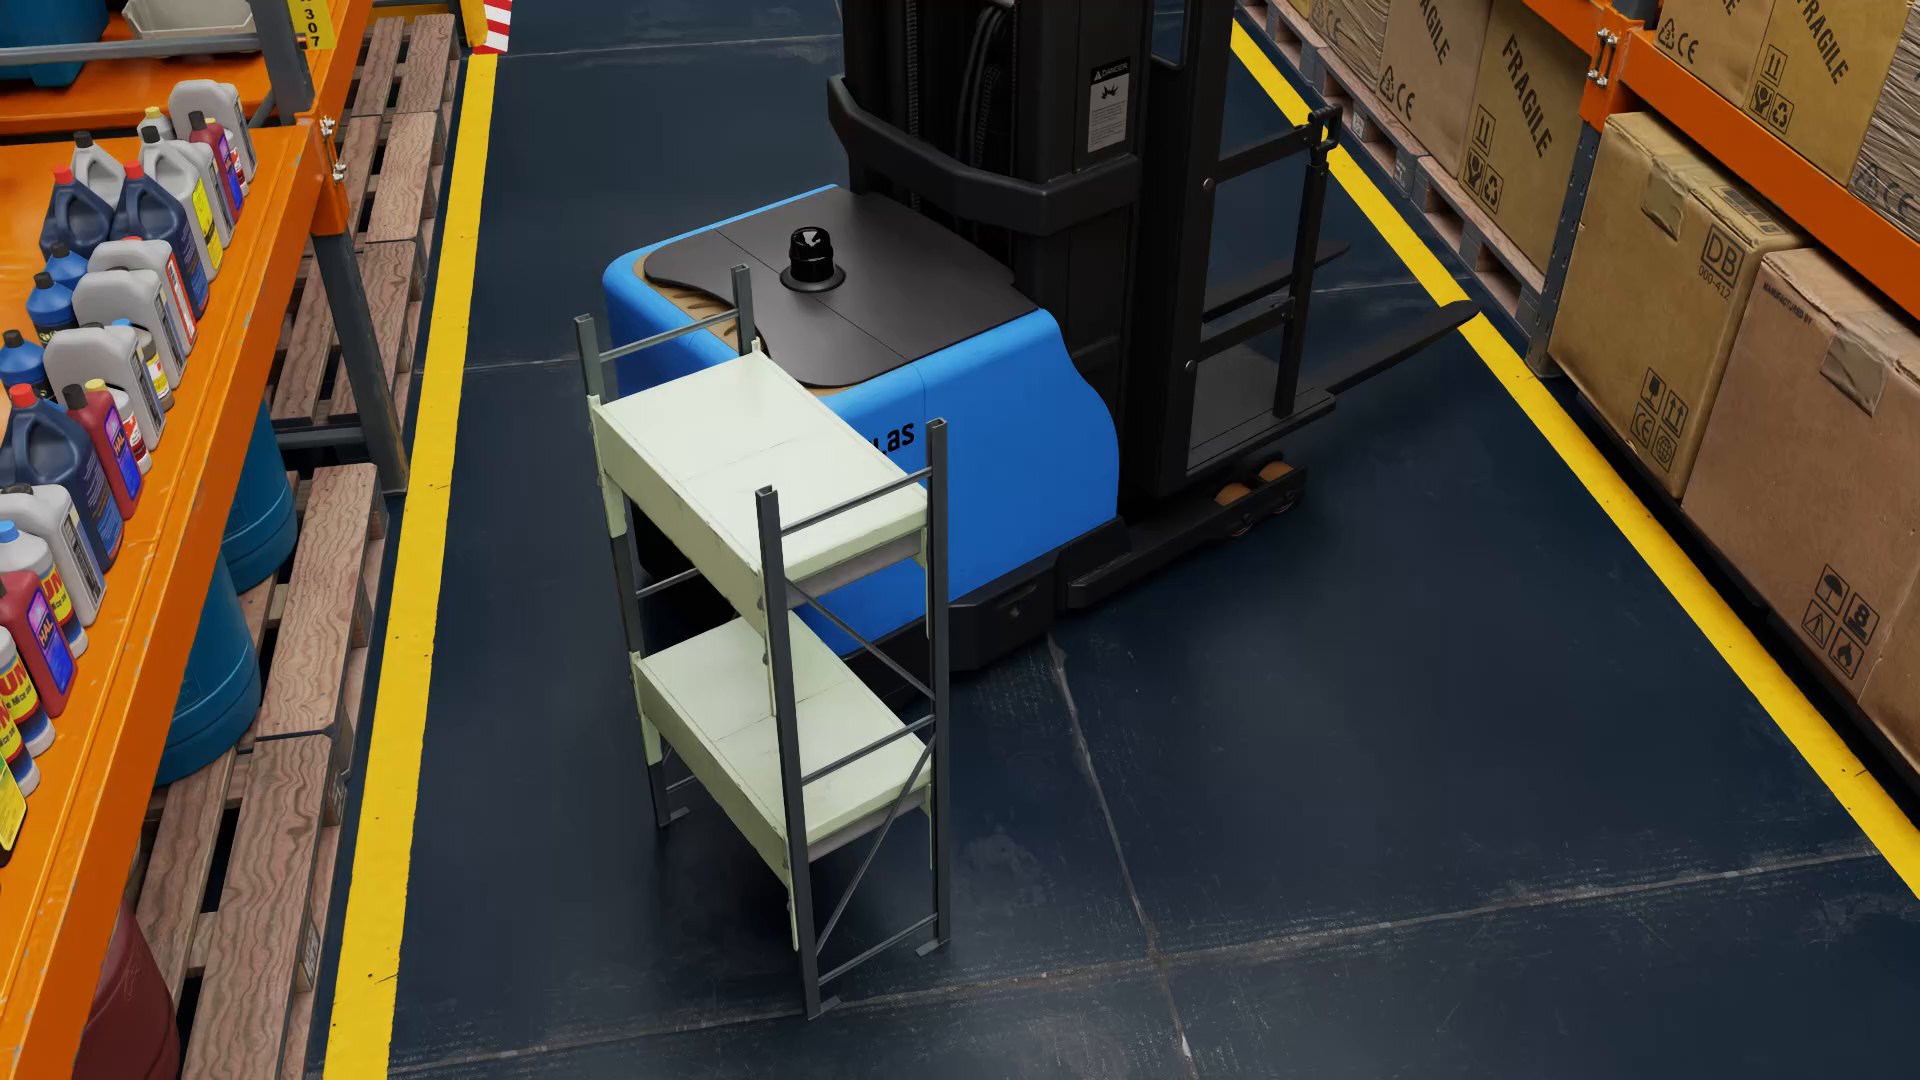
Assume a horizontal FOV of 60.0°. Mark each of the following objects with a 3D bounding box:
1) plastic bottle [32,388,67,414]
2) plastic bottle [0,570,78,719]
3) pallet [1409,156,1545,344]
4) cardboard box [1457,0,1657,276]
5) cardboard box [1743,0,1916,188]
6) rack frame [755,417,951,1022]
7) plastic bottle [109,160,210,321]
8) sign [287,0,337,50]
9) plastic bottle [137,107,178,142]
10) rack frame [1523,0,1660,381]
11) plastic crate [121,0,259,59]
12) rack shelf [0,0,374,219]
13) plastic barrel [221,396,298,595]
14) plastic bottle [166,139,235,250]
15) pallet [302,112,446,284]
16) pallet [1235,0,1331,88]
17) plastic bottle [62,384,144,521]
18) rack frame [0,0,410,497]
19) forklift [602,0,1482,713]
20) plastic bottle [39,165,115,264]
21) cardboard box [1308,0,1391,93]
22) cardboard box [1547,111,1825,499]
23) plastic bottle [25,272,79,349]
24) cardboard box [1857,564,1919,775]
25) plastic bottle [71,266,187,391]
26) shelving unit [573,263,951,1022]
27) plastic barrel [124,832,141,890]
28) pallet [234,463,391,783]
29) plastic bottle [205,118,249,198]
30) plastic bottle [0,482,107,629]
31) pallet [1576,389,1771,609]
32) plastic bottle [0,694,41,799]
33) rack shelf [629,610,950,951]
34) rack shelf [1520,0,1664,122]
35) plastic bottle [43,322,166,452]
[{"bbox_3d":[-1.697,-0.161,3.117,0.097,0.271,0.097,0,38,0],"label":"plastic bottle"},{"bbox_3d":[-1.525,0.147,2.711,0.061,0.283,0.133,-6,38,-8],"label":"plastic bottle"},{"bbox_3d":[2.509,-1.215,6.642,1.003,0.211,1.213,-6,38,-8],"label":"pallet"},{"bbox_3d":[2.528,-1.583,6.232,0.875,0.875,0.875,-6,38,-8],"label":"cardboard box"},{"bbox_3d":[2.488,-1.280,4.371,0.500,0.500,0.500,-6,38,-8],"label":"cardboard box"},{"bbox_3d":[-0.192,0.440,3.462,0.400,1.500,0.023,-24,44,-27],"label":"rack frame"},{"bbox_3d":[-1.796,-0.665,3.701,0.144,0.351,0.185,-6,38,-8],"label":"plastic bottle"},{"bbox_3d":[-1.770,-1.483,4.489,0.100,0.325,0.005,-6,38,-8],"label":"sign"},{"bbox_3d":[-2.044,-1.010,4.267,0.097,0.201,0.097,0,38,0],"label":"plastic bottle"},{"bbox_3d":[2.565,-1.849,5.185,1.000,3.000,0.127,-6,38,-8],"label":"rack frame"},{"bbox_3d":[-2.252,-1.532,4.943,0.396,0.136,0.243,-6,38,-8],"label":"plastic crate"},{"bbox_3d":[-2.662,-2.240,6.275,1.077,0.370,4.000,-6,38,-8],"label":"rack shelf"},{"bbox_3d":[-2.233,-0.323,4.589,0.600,0.901,0.708,-6,38,-8],"label":"plastic barrel"},{"bbox_3d":[-1.860,-0.843,3.991,0.152,0.276,0.135,-6,38,-8],"label":"plastic bottle"},{"bbox_3d":[-2.696,-1.393,6.871,1.003,0.211,1.213,-6,38,-8],"label":"pallet"},{"bbox_3d":[2.081,-2.689,8.539,1.003,0.211,1.213,-6,38,-8],"label":"pallet"},{"bbox_3d":[-1.622,-0.185,3.139,0.061,0.283,0.133,-6,38,-8],"label":"plastic bottle"},{"bbox_3d":[-2.311,-1.316,4.499,1.000,3.000,0.127,-6,38,-8],"label":"rack frame"},{"bbox_3d":[0.486,-1.397,4.659,3.031,2.935,1.130,-26,45,-30],"label":"forklift"},{"bbox_3d":[-1.938,-0.649,3.681,0.144,0.351,0.185,-6,38,-8],"label":"plastic bottle"},{"bbox_3d":[2.214,-2.664,7.624,0.875,0.875,0.875,-6,38,-8],"label":"cardboard box"},{"bbox_3d":[2.697,-0.791,5.213,1.225,0.875,0.875,-6,38,-8],"label":"cardboard box"},{"bbox_3d":[-1.868,-0.431,3.464,0.097,0.271,0.097,0,38,0],"label":"plastic bottle"},{"bbox_3d":[3.017,0.282,3.831,1.225,0.875,0.875,-6,38,-8],"label":"cardboard box"},{"bbox_3d":[-1.748,-0.457,3.495,0.152,0.276,0.135,-6,38,-8],"label":"plastic bottle"},{"bbox_3d":[-0.405,0.257,3.697,0.431,1.500,0.755,-24,44,-27],"label":"shelving unit"},{"bbox_3d":[-2.098,0.609,3.706,0.421,0.512,0.421,0,38,0],"label":"plastic barrel"},{"bbox_3d":[-2.217,0.256,4.749,1.003,0.211,1.213,-6,38,-8],"label":"pallet"},{"bbox_3d":[-1.877,-0.967,4.212,0.097,0.201,0.097,0,38,0],"label":"plastic bottle"},{"bbox_3d":[-1.611,0.015,2.887,0.152,0.276,0.135,-6,38,-8],"label":"plastic bottle"},{"bbox_3d":[2.774,-0.290,5.451,1.003,0.211,1.213,-6,38,-8],"label":"pallet"},{"bbox_3d":[-1.506,0.282,2.547,0.097,0.271,0.097,0,38,0],"label":"plastic bottle"},{"bbox_3d":[-0.405,0.515,3.897,0.431,0.370,0.720,-24,44,-27],"label":"rack shelf"},{"bbox_3d":[2.214,-2.773,6.960,1.077,0.370,4.000,-6,38,-8],"label":"rack shelf"},{"bbox_3d":[-1.707,-0.317,3.314,0.152,0.276,0.135,-6,38,-8],"label":"plastic bottle"}]
